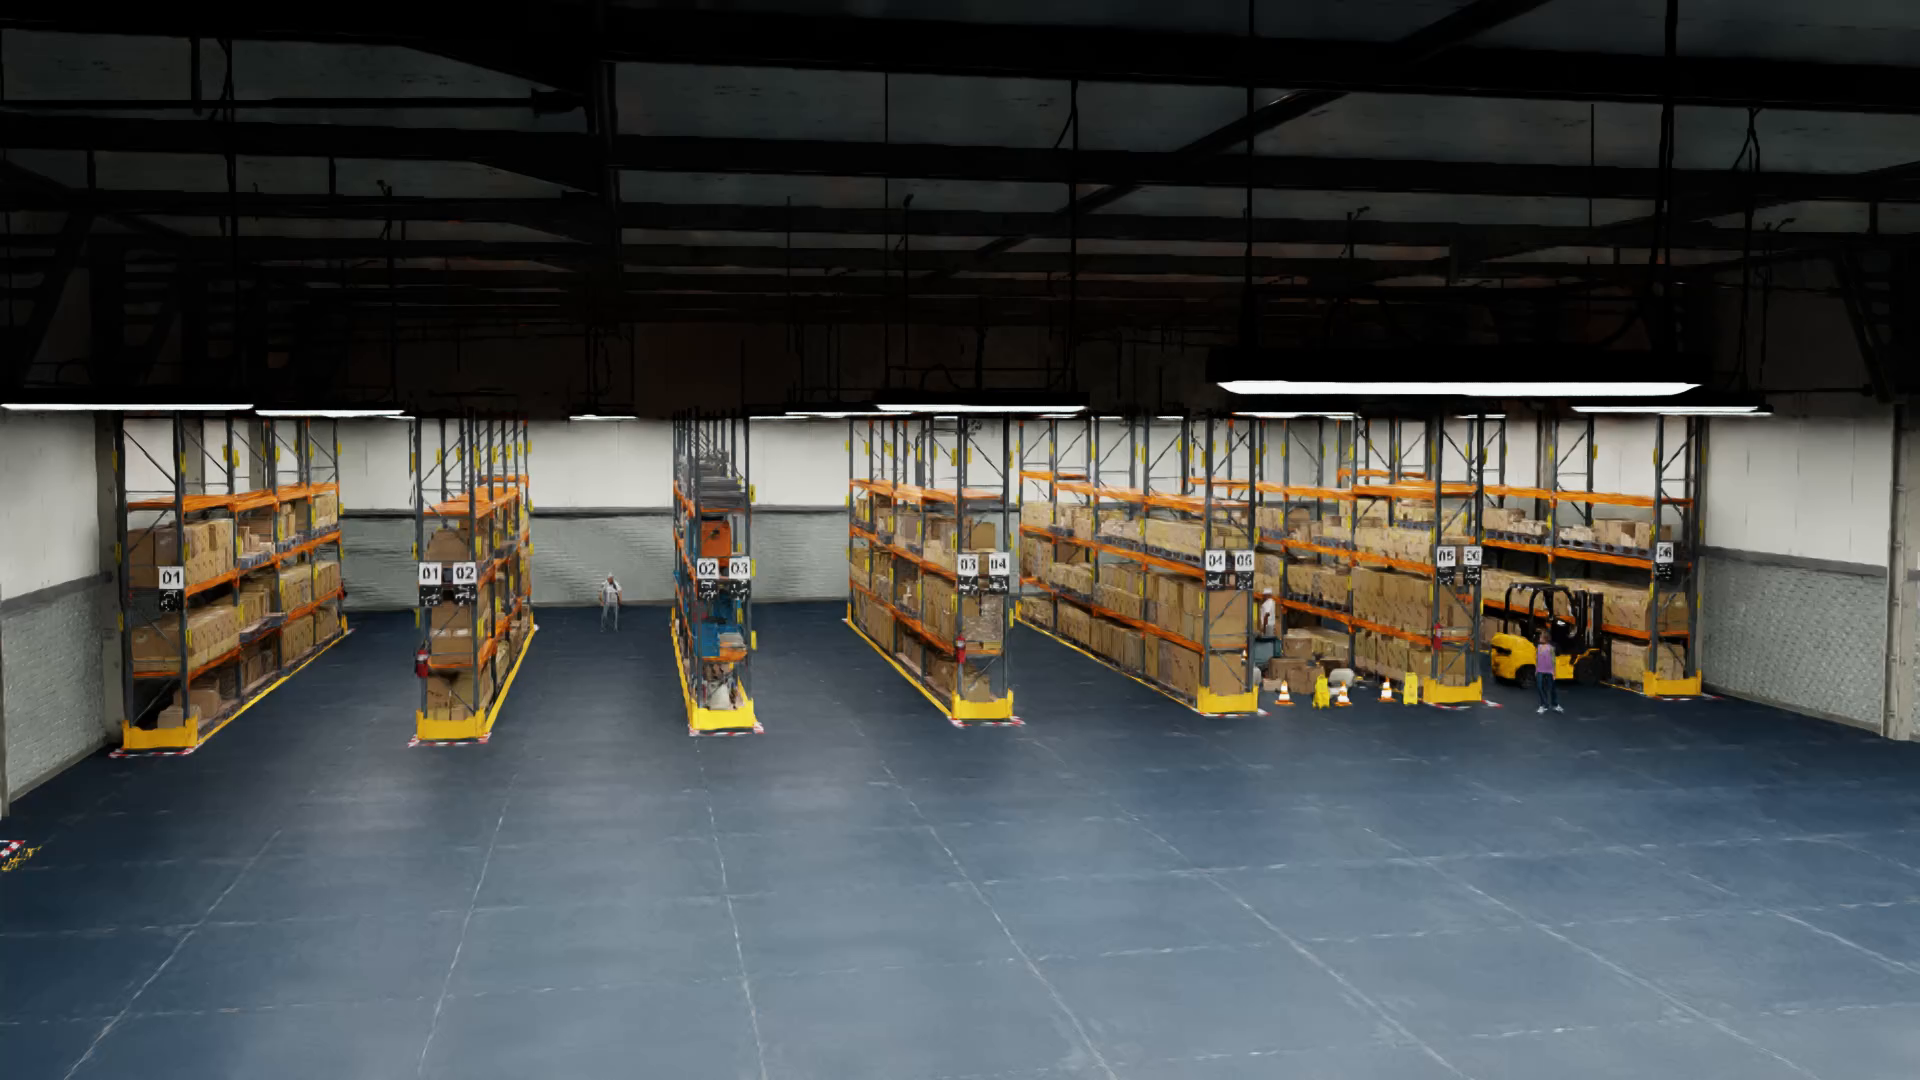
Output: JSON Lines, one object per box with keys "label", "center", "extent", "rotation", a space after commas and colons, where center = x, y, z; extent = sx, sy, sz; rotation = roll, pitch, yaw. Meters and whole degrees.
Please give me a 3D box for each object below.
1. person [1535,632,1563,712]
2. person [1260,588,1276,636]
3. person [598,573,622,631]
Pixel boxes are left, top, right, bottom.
{"label": "person", "center": [11.624, 2.606, 32.848], "extent": [0.483, 1.578, 0.513], "rotation": [-3, 5, -37]}
{"label": "person", "center": [7.293, 2.013, 39.601], "extent": [0.579, 1.763, 0.676], "rotation": [1, 4, 15]}
{"label": "person", "center": [-9.564, 1.695, 45.477], "extent": [0.625, 1.611, 0.575], "rotation": [-1, 4, -13]}
